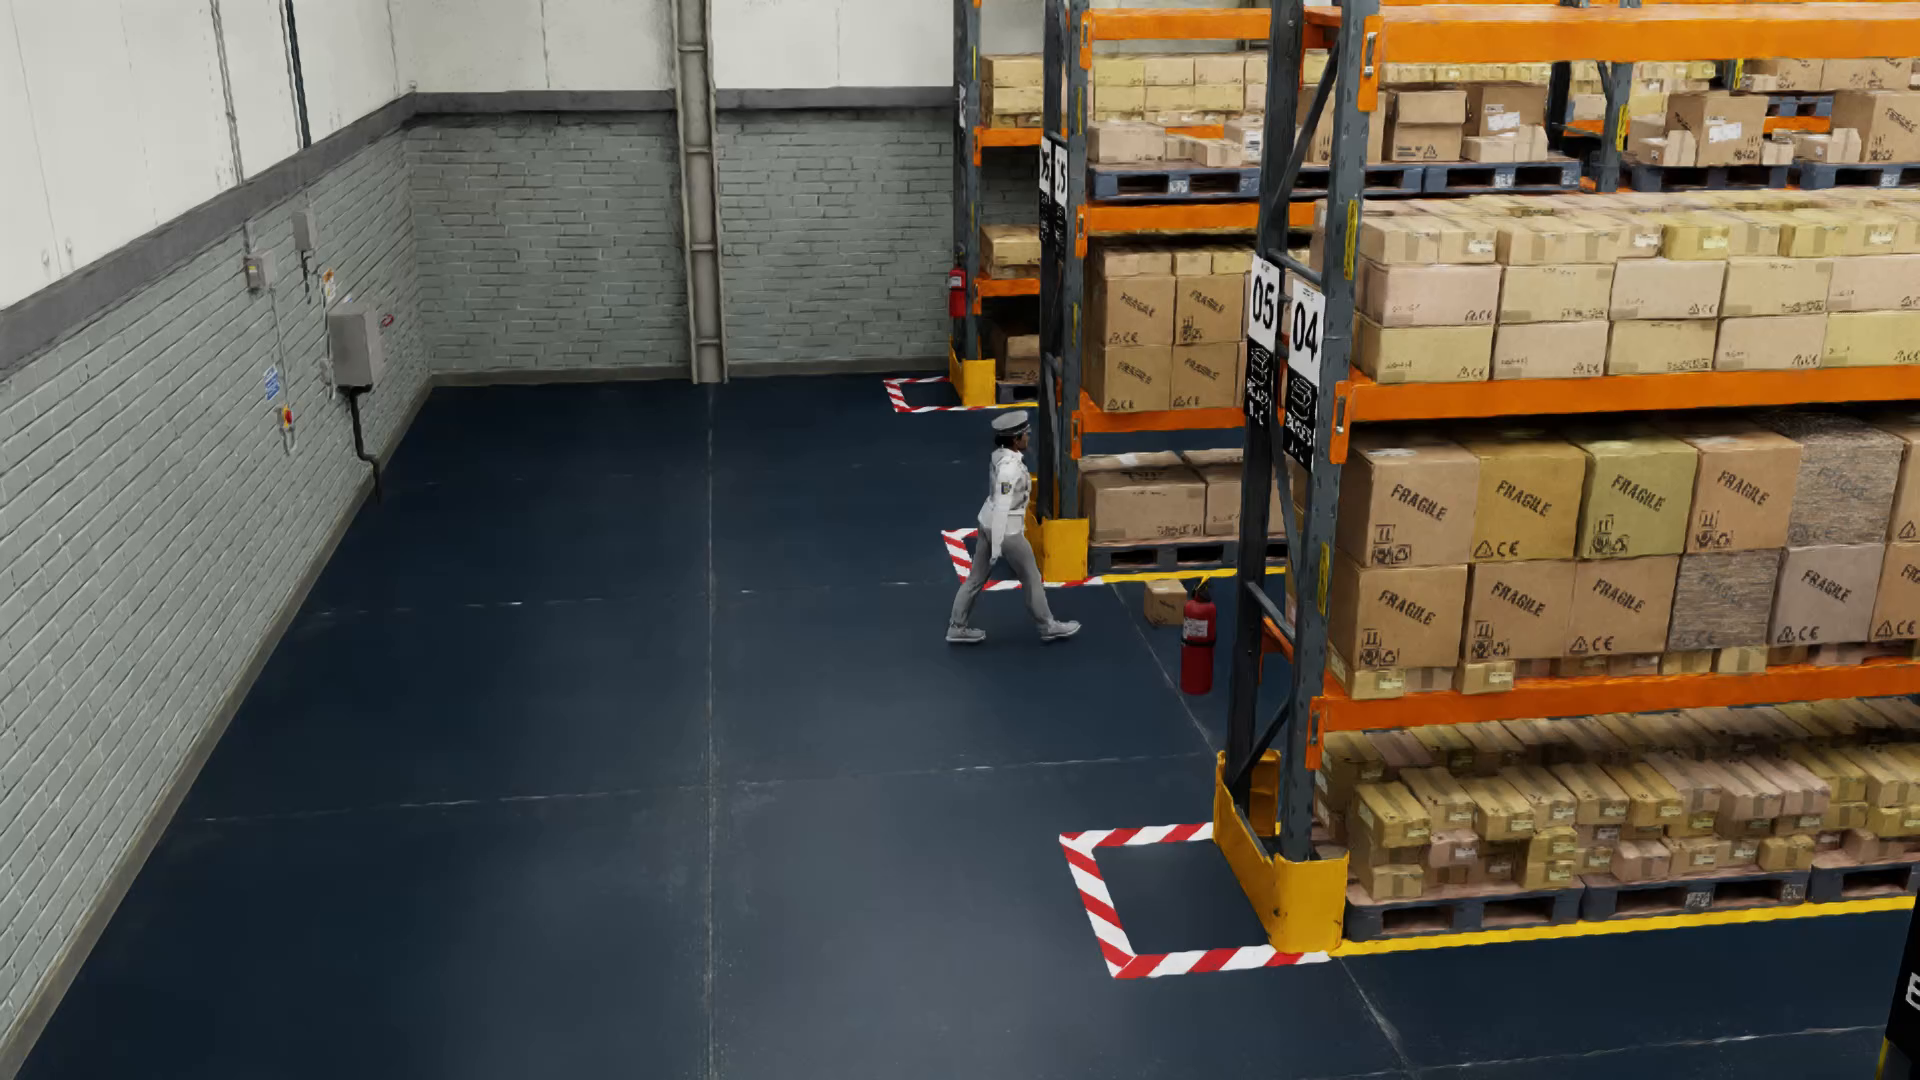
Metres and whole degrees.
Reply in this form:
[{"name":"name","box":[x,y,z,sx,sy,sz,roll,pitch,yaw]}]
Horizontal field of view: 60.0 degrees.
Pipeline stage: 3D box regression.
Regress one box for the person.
[{"name":"person","box":[0.358,-0.094,11.315,0.927,1.625,0.505,-5,21,-14]}]
